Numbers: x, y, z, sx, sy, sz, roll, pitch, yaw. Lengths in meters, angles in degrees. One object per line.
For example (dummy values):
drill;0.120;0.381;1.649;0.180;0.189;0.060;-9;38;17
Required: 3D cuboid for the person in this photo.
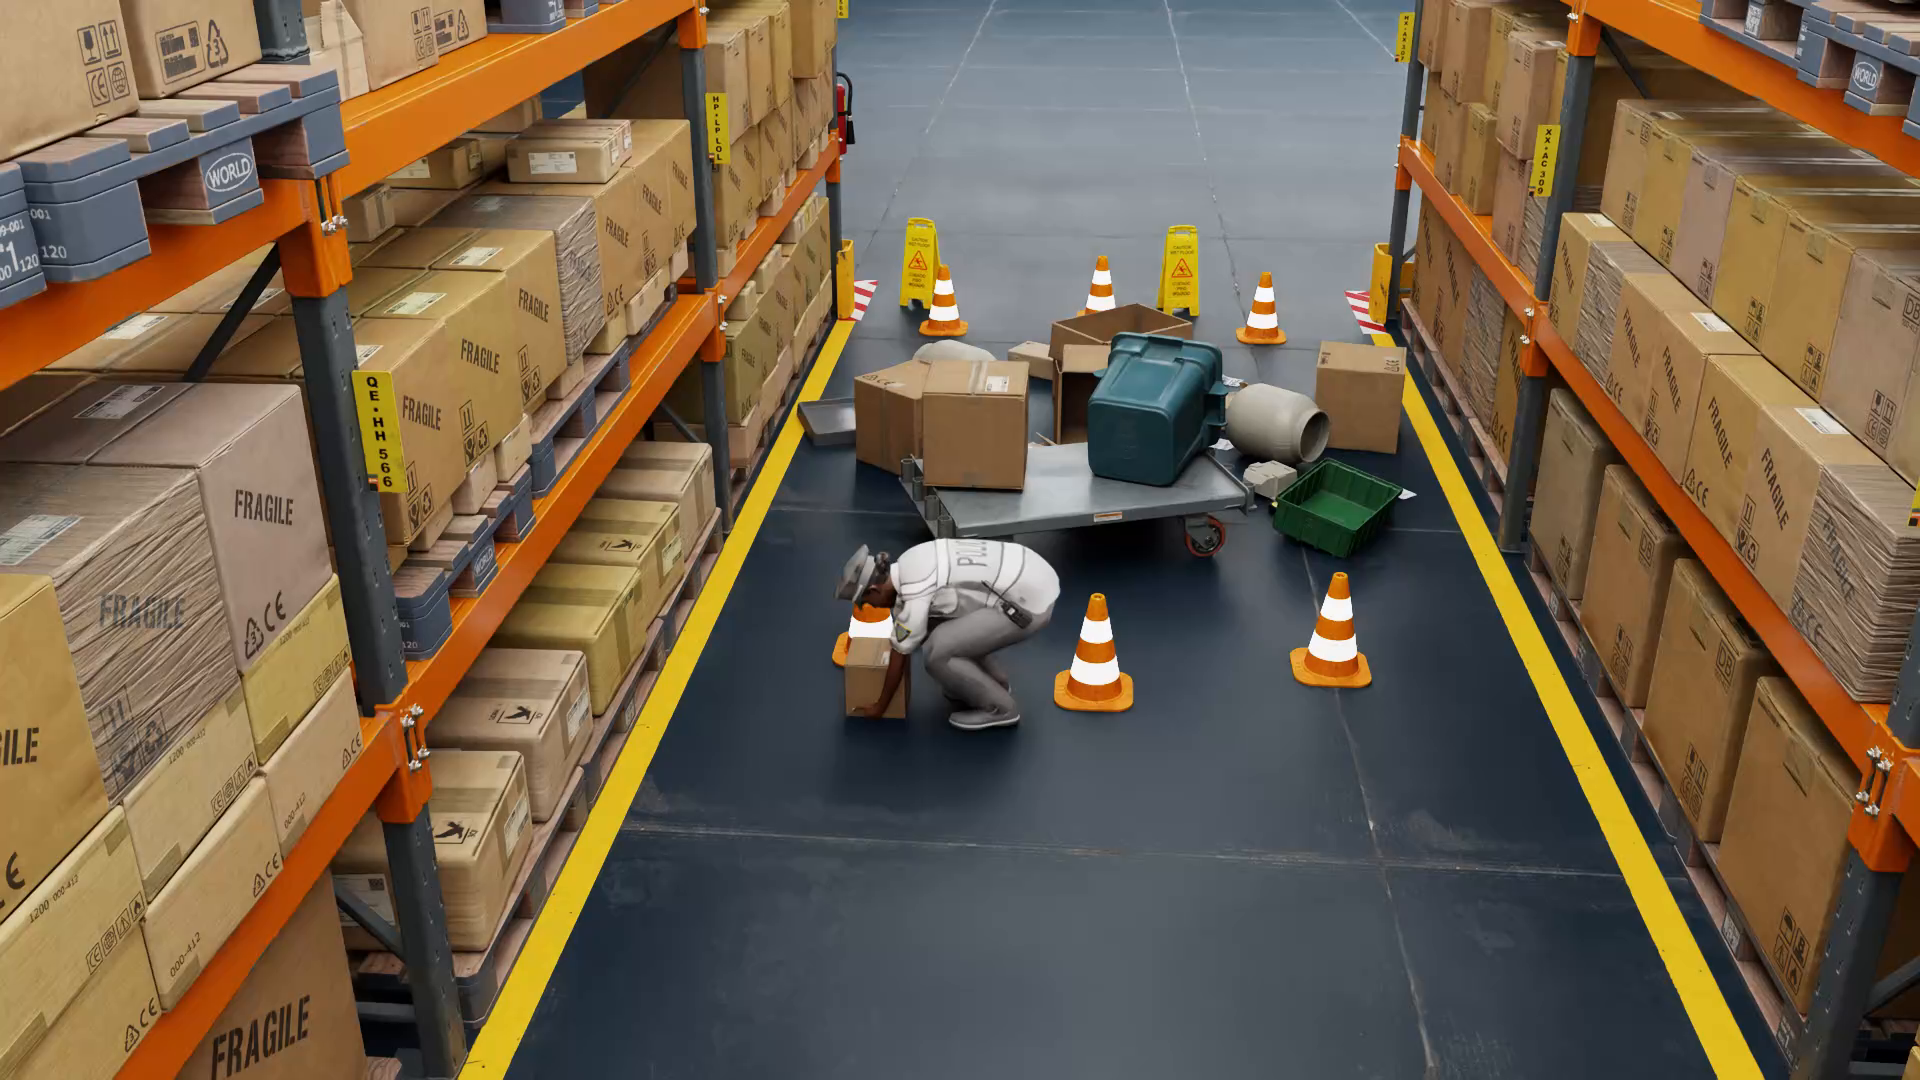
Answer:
person;-0.056;0.377;6.888;0.928;0.775;0.453;1;25;3
